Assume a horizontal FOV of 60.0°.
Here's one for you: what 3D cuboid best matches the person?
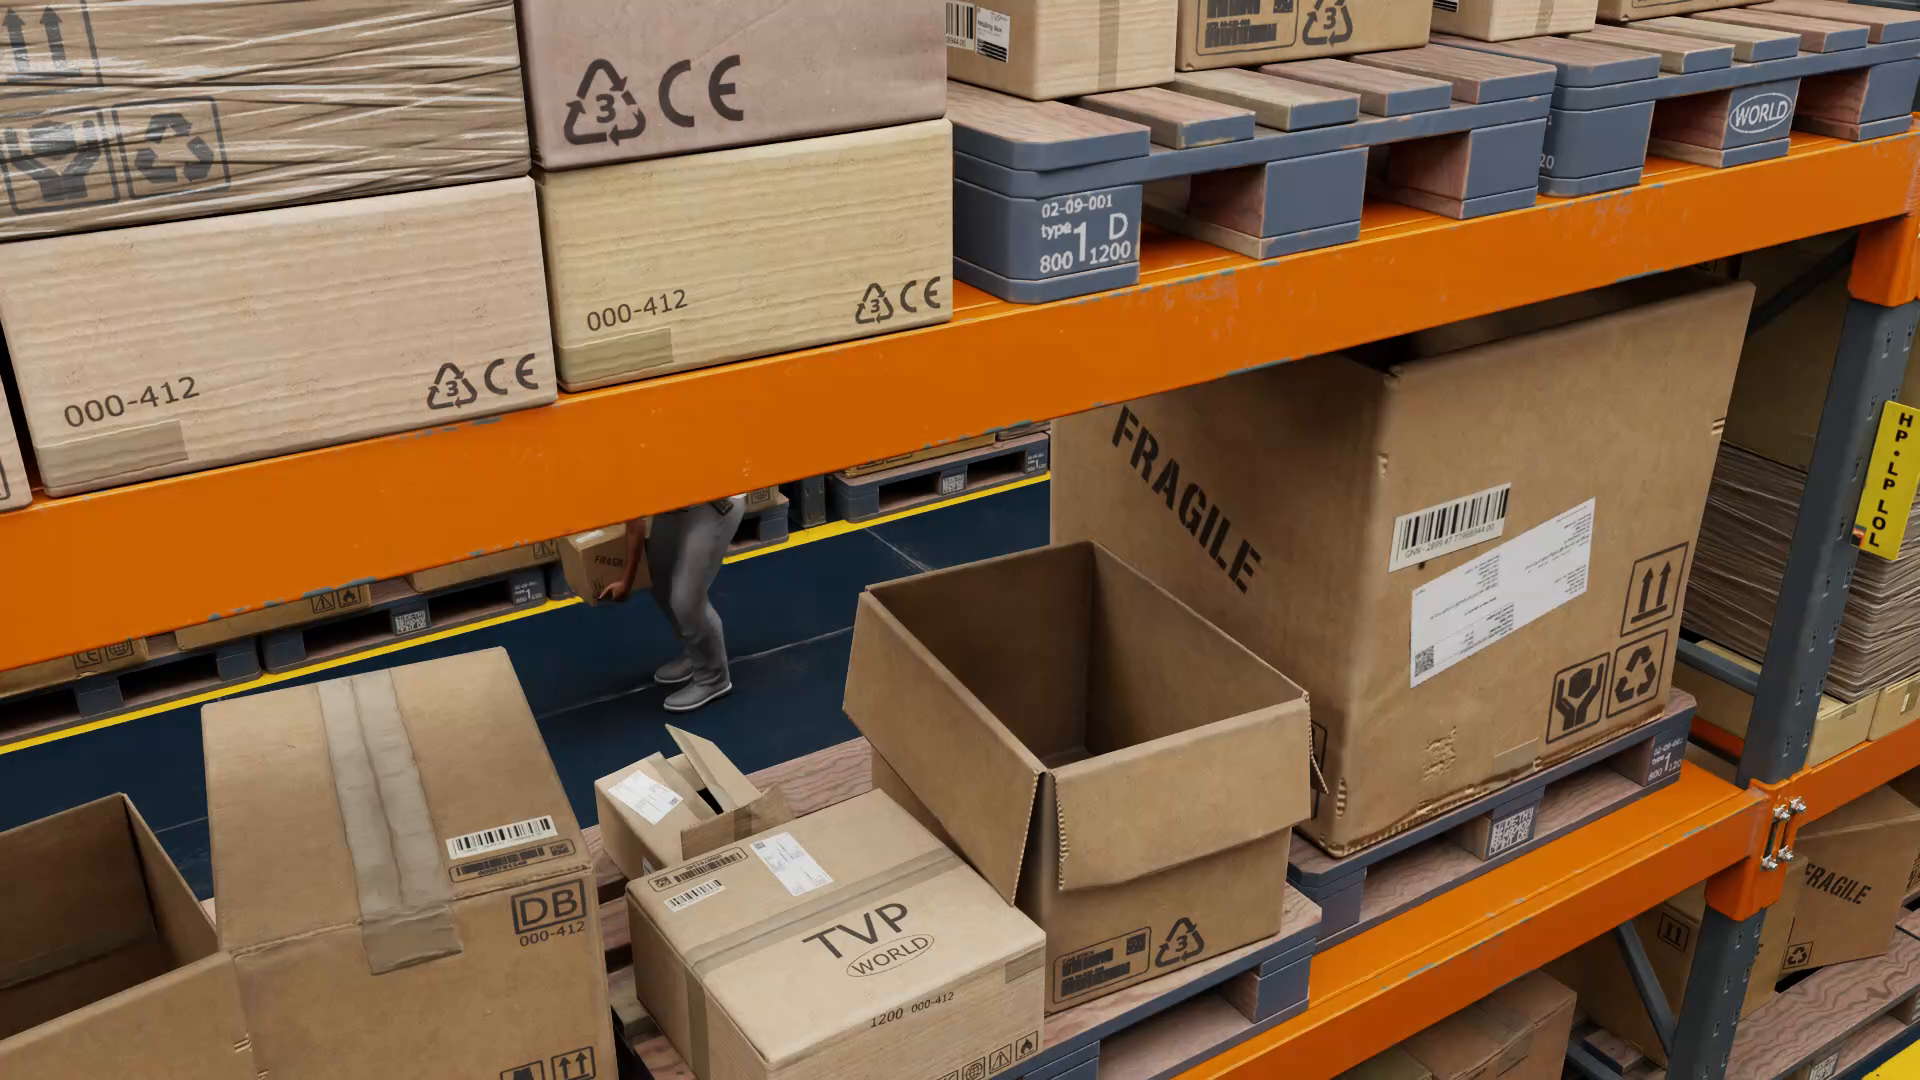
[{"bbox_3d":[-1.202,0.001,6.401,0.811,1.420,0.416,-16,30,-31],"label":"person"}]
